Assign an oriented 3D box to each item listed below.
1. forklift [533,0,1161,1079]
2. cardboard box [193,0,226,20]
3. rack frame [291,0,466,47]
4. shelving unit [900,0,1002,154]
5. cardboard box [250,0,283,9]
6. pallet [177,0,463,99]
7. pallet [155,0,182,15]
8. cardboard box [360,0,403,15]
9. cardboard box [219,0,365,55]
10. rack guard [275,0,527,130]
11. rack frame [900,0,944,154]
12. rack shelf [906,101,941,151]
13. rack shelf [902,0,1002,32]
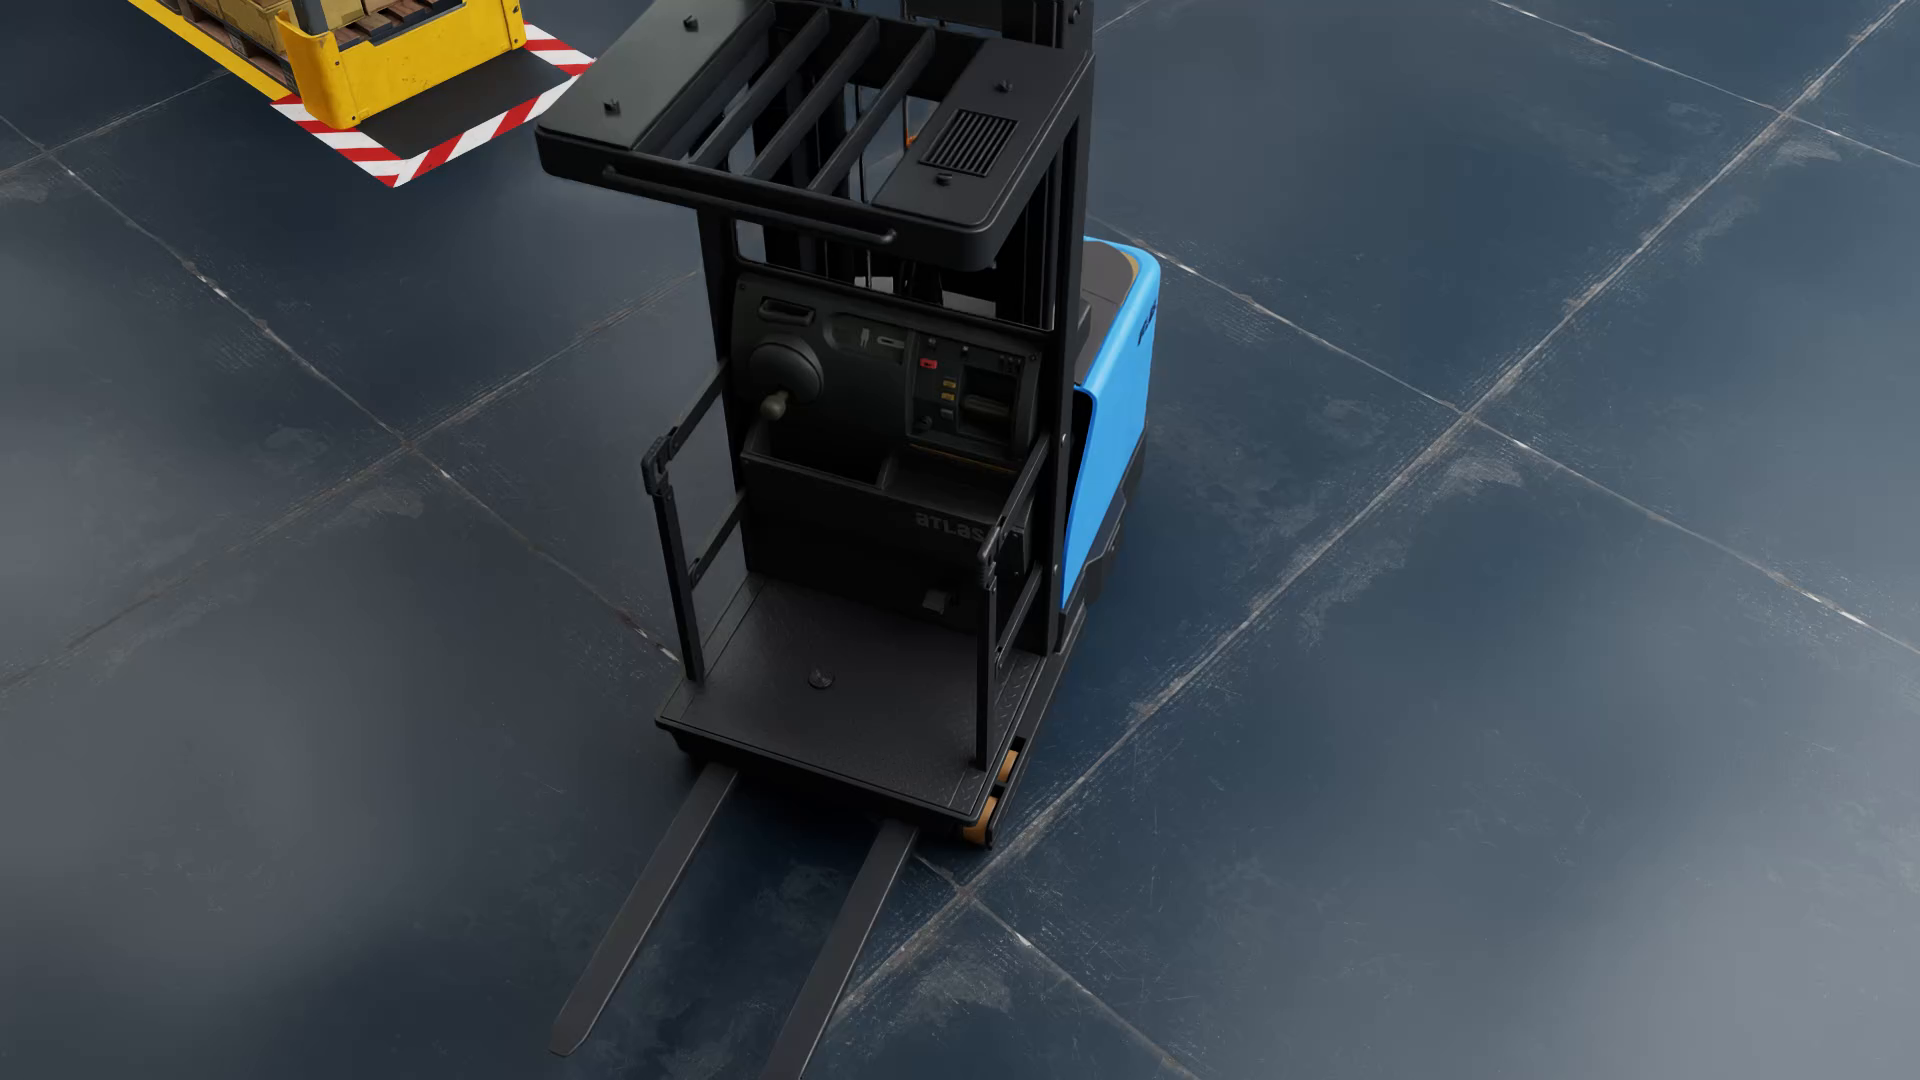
[{"bbox_3d":[-0.294,-0.379,4.595,1.130,2.935,3.031,16,49,14],"label":"forklift"},{"bbox_3d":[-3.750,-2.972,8.581,0.500,0.250,0.500,34,55,28],"label":"cardboard box"},{"bbox_3d":[-2.779,-3.422,7.405,0.127,3.000,1.000,34,55,28],"label":"rack frame"},{"bbox_3d":[0.106,-1.351,6.078,0.503,2.100,0.431,15,49,13],"label":"shelving unit"},{"bbox_3d":[-3.375,-2.987,8.080,0.500,0.500,0.500,34,55,28],"label":"cardboard box"},{"bbox_3d":[-3.370,-2.823,8.756,1.213,0.211,1.003,34,55,28],"label":"pallet"},{"bbox_3d":[-4.262,-3.426,9.322,1.213,0.211,1.003,34,55,28],"label":"pallet"},{"bbox_3d":[-3.023,-3.009,8.615,0.500,0.250,0.500,34,55,28],"label":"cardboard box"},{"bbox_3d":[-3.374,-2.731,8.355,0.500,0.250,0.500,34,55,28],"label":"cardboard box"},{"bbox_3d":[-2.762,-2.554,8.305,0.348,0.500,1.175,34,55,28],"label":"rack guard"},{"bbox_3d":[-0.124,-1.411,6.134,0.015,2.100,0.400,15,49,13],"label":"rack frame"},{"bbox_3d":[0.106,-1.342,6.088,0.480,0.518,0.431,15,49,13],"label":"rack shelf"},{"bbox_3d":[0.106,-1.821,5.578,0.480,0.518,0.431,15,49,13],"label":"rack shelf"}]
